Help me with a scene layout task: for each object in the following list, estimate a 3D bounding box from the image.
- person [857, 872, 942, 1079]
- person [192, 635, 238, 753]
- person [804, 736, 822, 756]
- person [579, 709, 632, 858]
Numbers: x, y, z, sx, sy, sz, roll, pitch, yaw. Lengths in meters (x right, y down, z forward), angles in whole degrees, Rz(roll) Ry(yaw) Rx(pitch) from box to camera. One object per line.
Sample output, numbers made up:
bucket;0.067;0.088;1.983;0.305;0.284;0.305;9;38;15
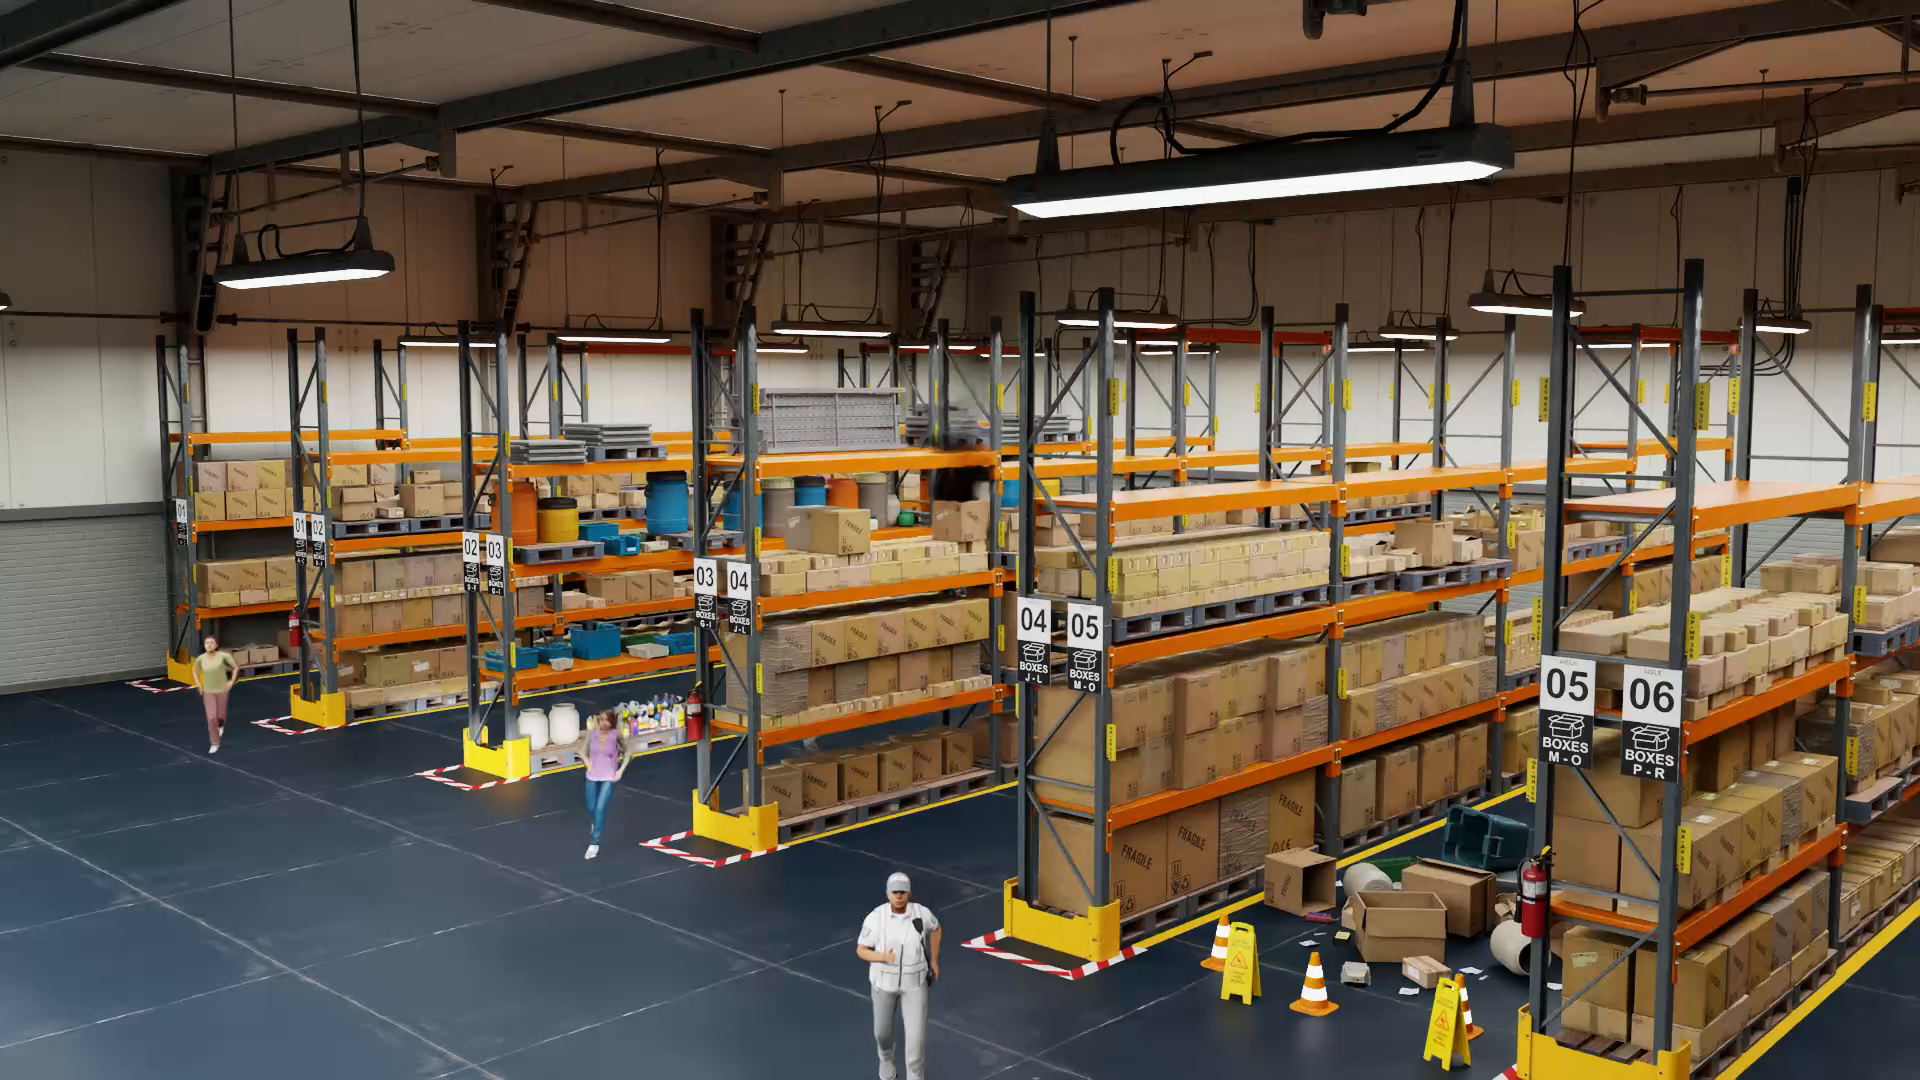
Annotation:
person;-0.442;3.198;11.912;0.589;1.668;0.925;0;5;-2
person;-10.545;2.150;23.580;0.594;1.656;0.622;-2;6;-17
person;-1.919;2.301;21.628;0.594;1.712;0.638;4;7;38
person;-3.931;2.655;18.435;0.572;1.596;0.742;0;5;4
